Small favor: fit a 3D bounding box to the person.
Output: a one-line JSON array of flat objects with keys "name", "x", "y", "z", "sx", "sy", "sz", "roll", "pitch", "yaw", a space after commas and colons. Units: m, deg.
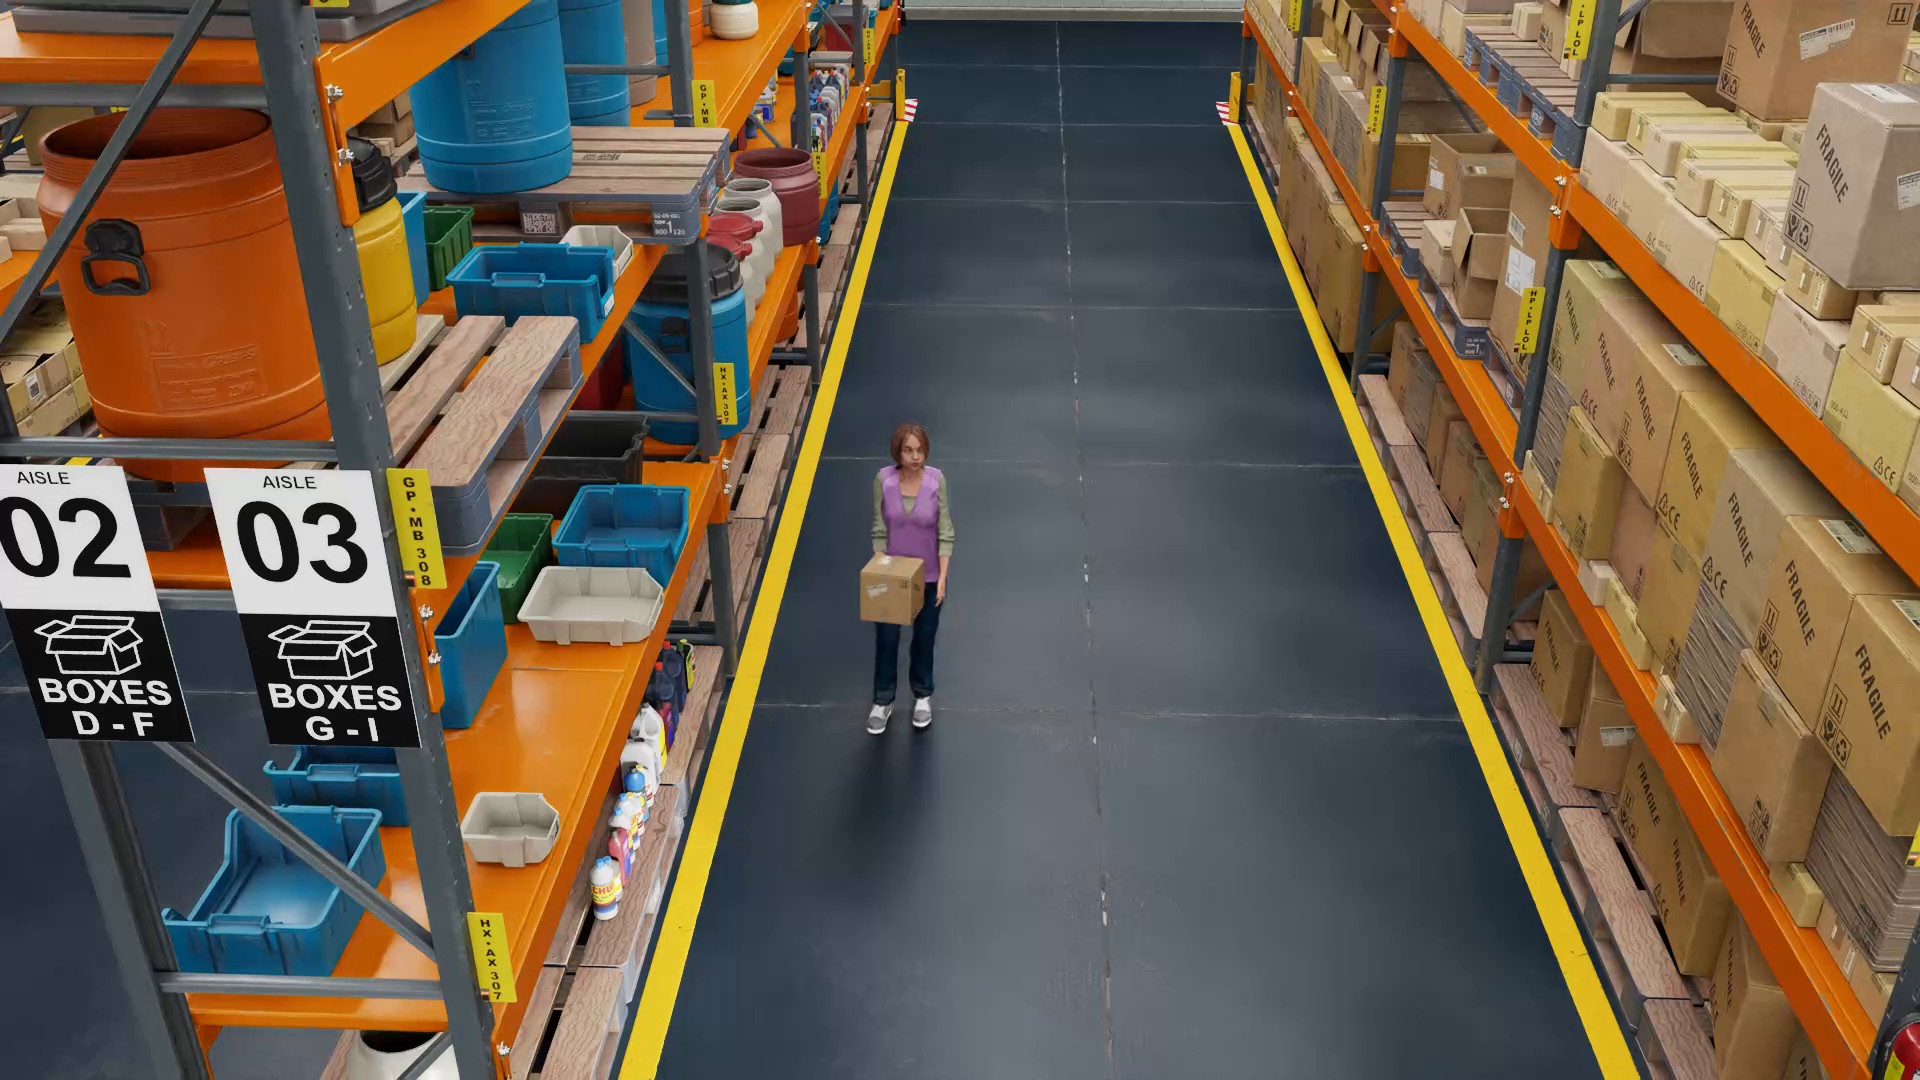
[{"name": "person", "x": -0.230, "y": 0.191, "z": 8.232, "sx": 0.391, "sy": 1.605, "sz": 0.475, "roll": 10, "pitch": 30, "yaw": 18}]
